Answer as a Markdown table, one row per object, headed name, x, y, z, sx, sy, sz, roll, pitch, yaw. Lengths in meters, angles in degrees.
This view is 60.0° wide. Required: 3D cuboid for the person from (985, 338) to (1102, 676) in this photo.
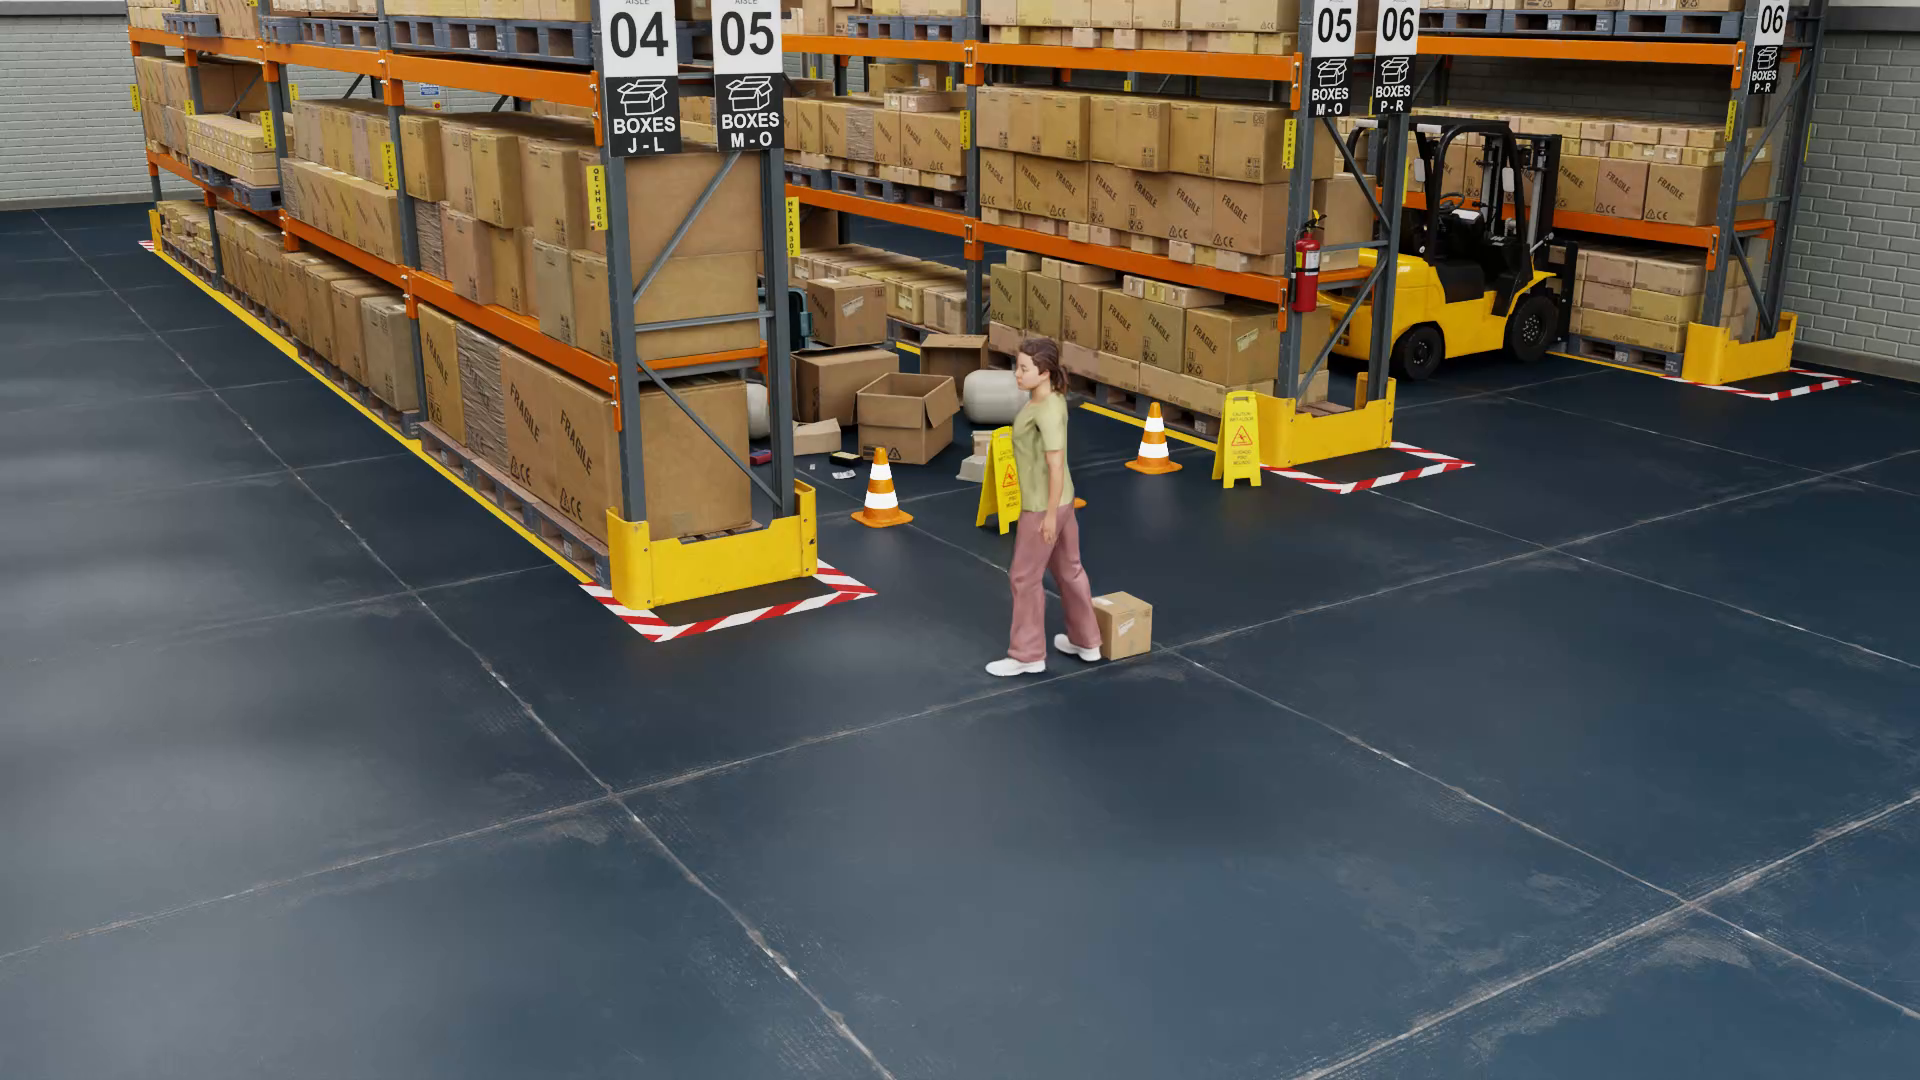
| name | x | y | z | sx | sy | sz | roll | pitch | yaw |
| --- | --- | --- | --- | --- | --- | --- | --- | --- | --- |
| person | 0.423 | -0.164 | 8.062 | 0.565 | 1.668 | 0.481 | 2 | 18 | 7 |
